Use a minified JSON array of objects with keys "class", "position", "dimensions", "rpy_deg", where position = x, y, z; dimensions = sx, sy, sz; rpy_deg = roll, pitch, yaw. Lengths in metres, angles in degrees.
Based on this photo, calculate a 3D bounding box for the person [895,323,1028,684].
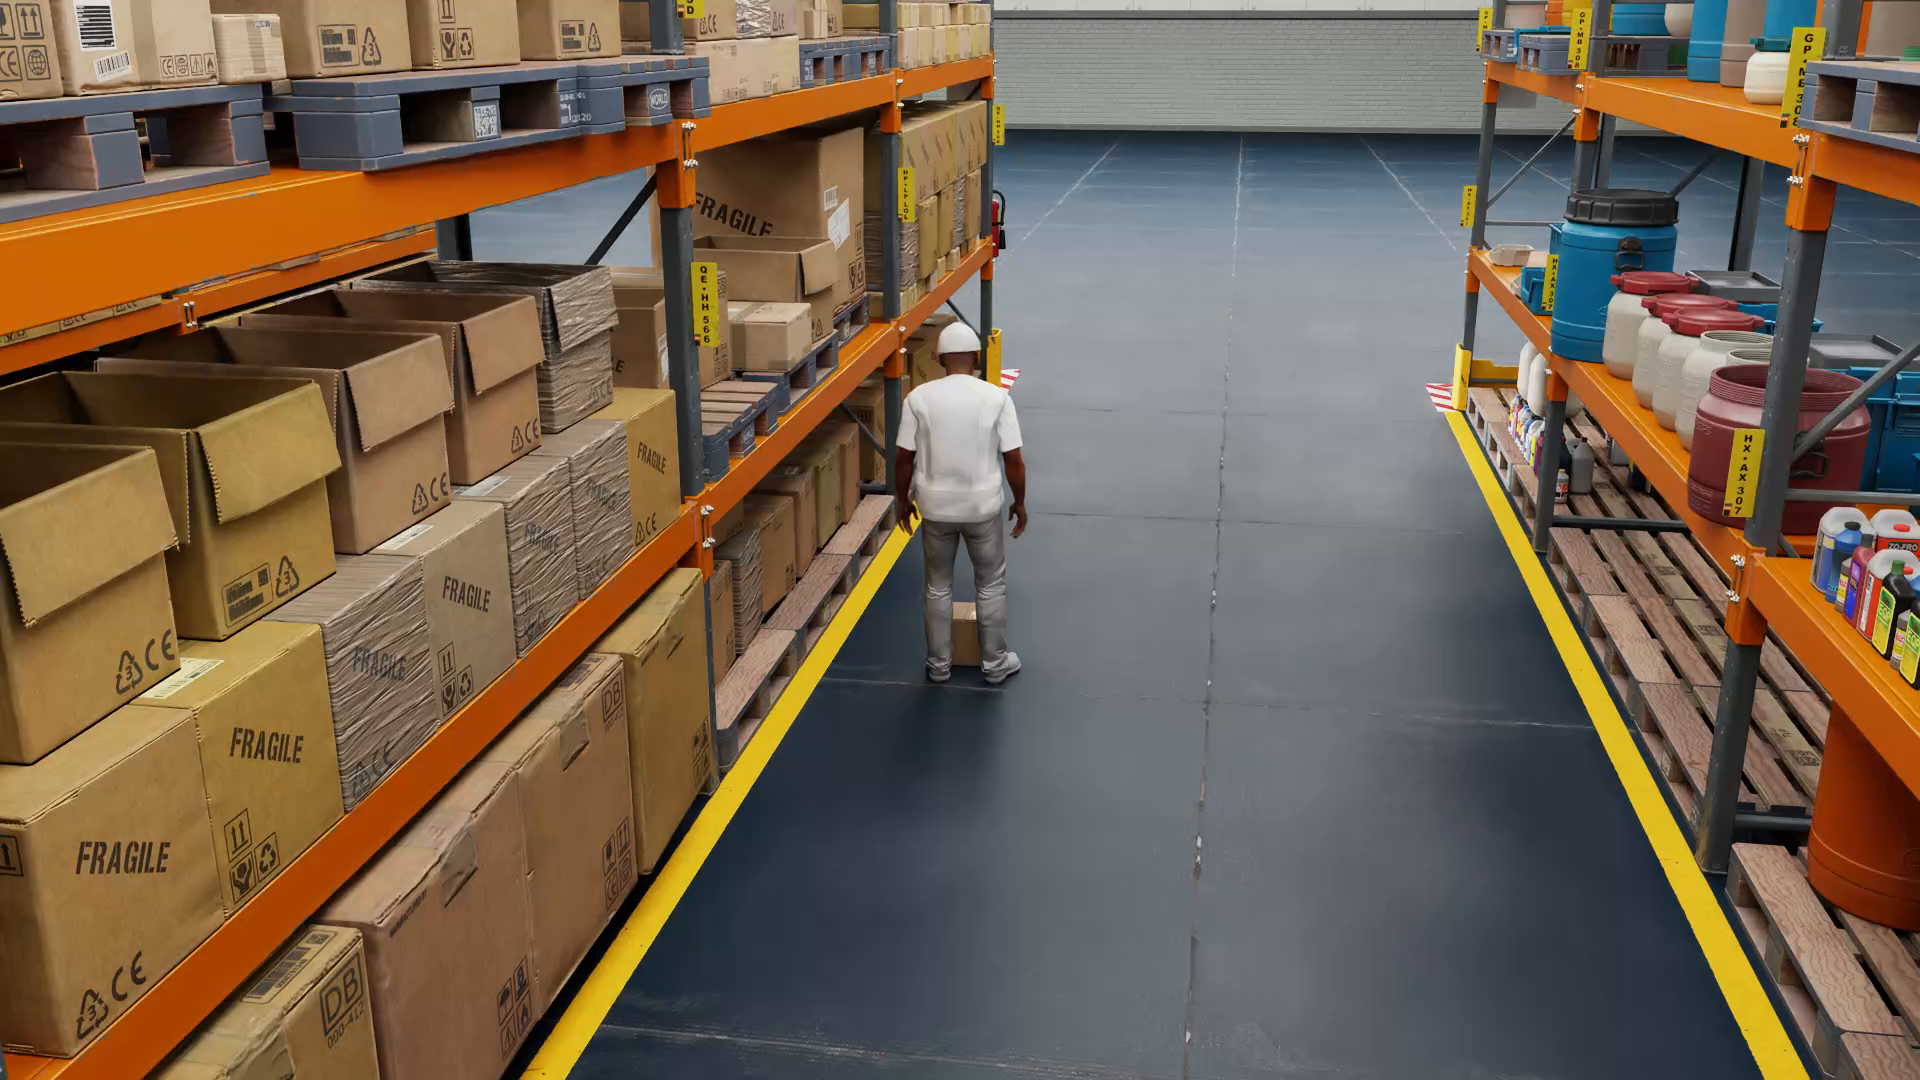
[{"class":"person","position":[0.008,-0.172,8.058],"dimensions":[0.637,1.760,0.461],"rpy_deg":[2,18,7]}]
